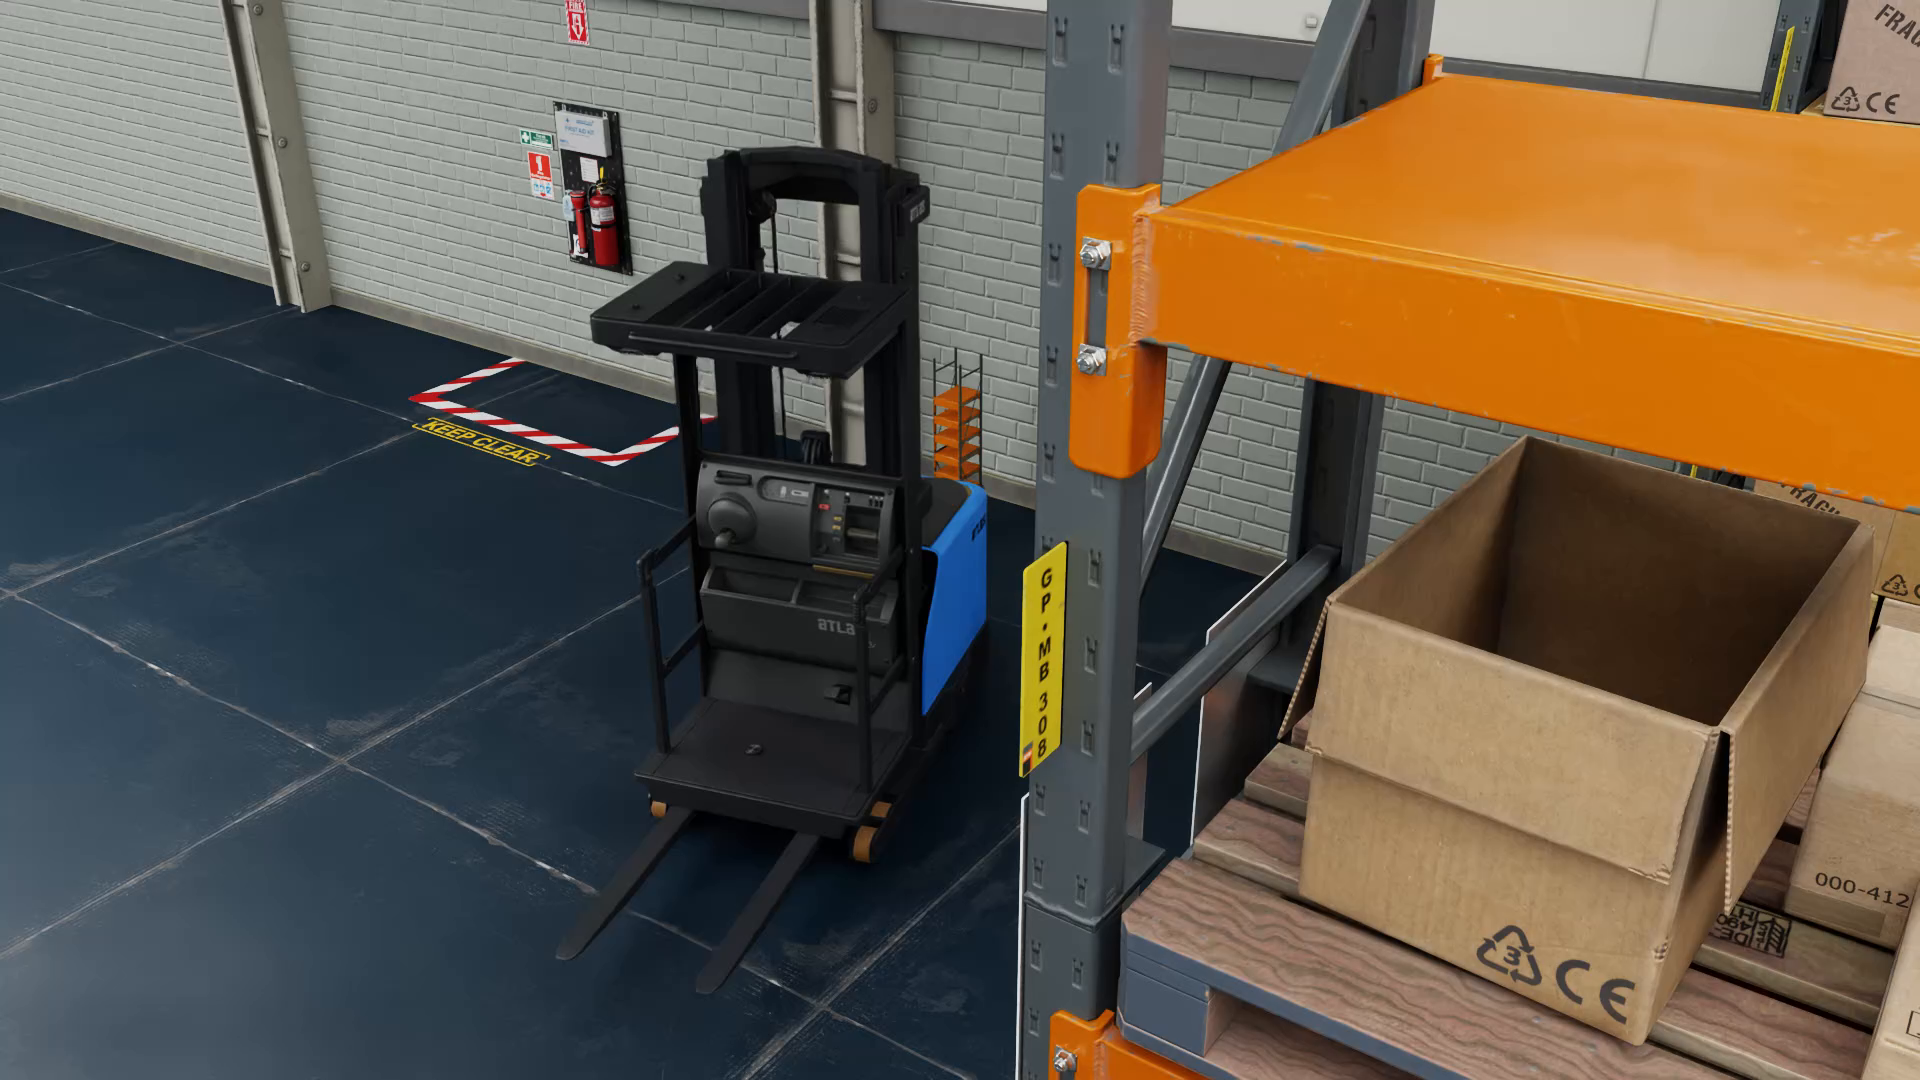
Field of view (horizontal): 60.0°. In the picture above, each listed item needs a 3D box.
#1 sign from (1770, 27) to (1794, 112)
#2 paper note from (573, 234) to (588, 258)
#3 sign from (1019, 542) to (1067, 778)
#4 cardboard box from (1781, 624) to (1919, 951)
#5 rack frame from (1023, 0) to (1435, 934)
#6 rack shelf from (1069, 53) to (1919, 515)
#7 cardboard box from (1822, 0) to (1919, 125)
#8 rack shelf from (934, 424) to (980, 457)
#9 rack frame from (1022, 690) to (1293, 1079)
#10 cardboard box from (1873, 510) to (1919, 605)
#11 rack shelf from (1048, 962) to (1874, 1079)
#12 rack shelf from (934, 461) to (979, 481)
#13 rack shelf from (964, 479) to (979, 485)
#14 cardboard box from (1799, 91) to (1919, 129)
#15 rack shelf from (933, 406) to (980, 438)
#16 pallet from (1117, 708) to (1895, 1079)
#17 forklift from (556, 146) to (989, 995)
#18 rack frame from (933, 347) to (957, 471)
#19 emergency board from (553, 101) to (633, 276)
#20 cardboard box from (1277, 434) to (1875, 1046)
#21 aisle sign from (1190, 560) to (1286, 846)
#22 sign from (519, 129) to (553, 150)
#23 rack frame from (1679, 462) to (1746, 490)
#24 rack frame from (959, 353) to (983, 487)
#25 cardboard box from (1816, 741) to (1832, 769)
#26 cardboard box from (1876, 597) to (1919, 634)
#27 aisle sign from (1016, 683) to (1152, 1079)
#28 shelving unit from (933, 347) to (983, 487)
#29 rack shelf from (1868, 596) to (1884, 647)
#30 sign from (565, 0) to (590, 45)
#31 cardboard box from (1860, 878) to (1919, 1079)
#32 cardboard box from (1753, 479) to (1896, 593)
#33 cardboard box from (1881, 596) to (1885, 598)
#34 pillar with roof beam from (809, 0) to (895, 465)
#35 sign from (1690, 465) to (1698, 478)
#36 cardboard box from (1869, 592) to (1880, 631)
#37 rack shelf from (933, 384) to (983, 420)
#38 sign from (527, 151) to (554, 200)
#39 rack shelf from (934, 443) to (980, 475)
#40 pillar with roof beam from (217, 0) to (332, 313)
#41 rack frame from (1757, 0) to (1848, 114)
[{"bbox_3d":[2.926,-1.655,5.924,0.005,0.325,0.100,17,32,30],"label":"sign"},{"bbox_3d":[-2.768,-2.144,12.126,0.142,0.148,0.016,17,32,30],"label":"paper note"},{"bbox_3d":[0.112,0.165,2.259,0.005,0.325,0.100,17,32,30],"label":"sign"},{"bbox_3d":[1.530,0.399,2.400,0.500,0.250,0.500,17,32,30],"label":"cardboard box"},{"bbox_3d":[0.431,-0.952,2.200,0.127,3.000,1.000,17,32,30],"label":"rack frame"},{"bbox_3d":[2.080,0.060,1.445,4.000,0.370,1.077,17,32,30],"label":"rack shelf"},{"bbox_3d":[3.413,-1.778,5.895,0.500,0.500,0.500,15,31,27],"label":"cardboard box"},{"bbox_3d":[-0.012,-0.606,9.951,0.180,0.103,0.258,17,32,30],"label":"rack shelf"},{"bbox_3d":[0.431,1.721,3.561,0.127,3.000,1.000,17,32,30],"label":"rack frame"},{"bbox_3d":[3.858,-0.042,6.343,0.500,0.500,0.500,17,32,30],"label":"cardboard box"},{"bbox_3d":[2.080,1.219,2.034,4.000,0.370,1.077,17,32,30],"label":"rack shelf"},{"bbox_3d":[-0.012,-0.392,10.060,0.180,0.103,0.258,17,32,30],"label":"rack shelf"},{"bbox_3d":[-0.012,-0.285,10.114,0.180,0.103,0.258,17,32,30],"label":"rack shelf"},{"bbox_3d":[3.367,-1.343,6.142,0.500,0.500,0.500,18,32,32],"label":"cardboard box"},{"bbox_3d":[-0.012,-0.713,9.896,0.180,0.103,0.258,17,32,30],"label":"rack shelf"},{"bbox_3d":[1.000,0.615,2.525,1.213,0.211,1.003,17,32,30],"label":"pallet"},{"bbox_3d":[-0.796,-0.071,7.158,1.130,2.935,3.031,9,28,16],"label":"forklift"},{"bbox_3d":[-0.087,-0.562,10.031,0.006,1.200,0.240,17,32,30],"label":"rack frame"},{"bbox_3d":[-2.661,-2.465,11.786,0.643,1.169,0.194,17,32,30],"label":"emergency board"},{"bbox_3d":[0.903,0.238,2.437,0.637,0.503,0.797,20,33,34],"label":"cardboard box"},{"bbox_3d":[0.543,0.436,3.220,0.004,0.787,0.394,17,32,30],"label":"aisle sign"},{"bbox_3d":[-3.060,-2.893,12.004,0.331,0.109,0.001,17,32,30],"label":"sign"},{"bbox_3d":[3.233,-0.132,7.202,0.127,3.000,1.000,17,32,30],"label":"rack frame"},{"bbox_3d":[0.063,-0.515,9.939,0.006,1.200,0.240,17,32,30],"label":"rack frame"},{"bbox_3d":[3.752,1.082,7.296,0.500,0.311,0.500,14,30,25],"label":"cardboard box"},{"bbox_3d":[3.891,0.298,6.500,0.500,0.250,0.500,16,31,29],"label":"cardboard box"},{"bbox_3d":[0.204,0.660,2.779,0.004,0.787,0.394,17,32,30],"label":"aisle sign"},{"bbox_3d":[-0.012,-0.538,9.985,0.189,1.200,0.258,17,32,30],"label":"shelving unit"},{"bbox_3d":[4.881,0.702,6.356,4.000,0.370,1.077,17,32,30],"label":"rack shelf"},{"bbox_3d":[-2.612,-3.537,11.338,0.199,0.298,0.001,17,32,30],"label":"sign"},{"bbox_3d":[1.301,0.615,2.087,0.250,0.149,0.380,17,32,30],"label":"cardboard box"},{"bbox_3d":[3.456,-0.173,6.599,0.500,0.500,0.500,17,32,30],"label":"cardboard box"},{"bbox_3d":[4.162,0.103,6.883,0.500,0.250,0.500,18,32,32],"label":"cardboard box"},{"bbox_3d":[-3.083,-2.880,5.988,0.400,9.000,9.100,17,32,30],"label":"pillar with roof beam"},{"bbox_3d":[2.926,-0.315,6.607,0.005,0.325,0.100,17,32,30],"label":"sign"},{"bbox_3d":[3.455,0.170,6.752,0.500,0.250,0.500,16,31,29],"label":"cardboard box"},{"bbox_3d":[-0.012,-0.820,9.842,0.180,0.103,0.258,17,32,30],"label":"rack shelf"},{"bbox_3d":[-3.059,-2.661,12.133,0.234,0.329,0.001,17,32,30],"label":"sign"},{"bbox_3d":[-0.012,-0.499,10.005,0.180,0.103,0.258,17,32,30],"label":"rack shelf"},{"bbox_3d":[-8.029,-4.421,9.016,0.400,9.000,9.100,17,32,30],"label":"pillar with roof beam"},{"bbox_3d":[3.233,-2.805,5.841,0.127,3.000,1.000,17,32,30],"label":"rack frame"}]
